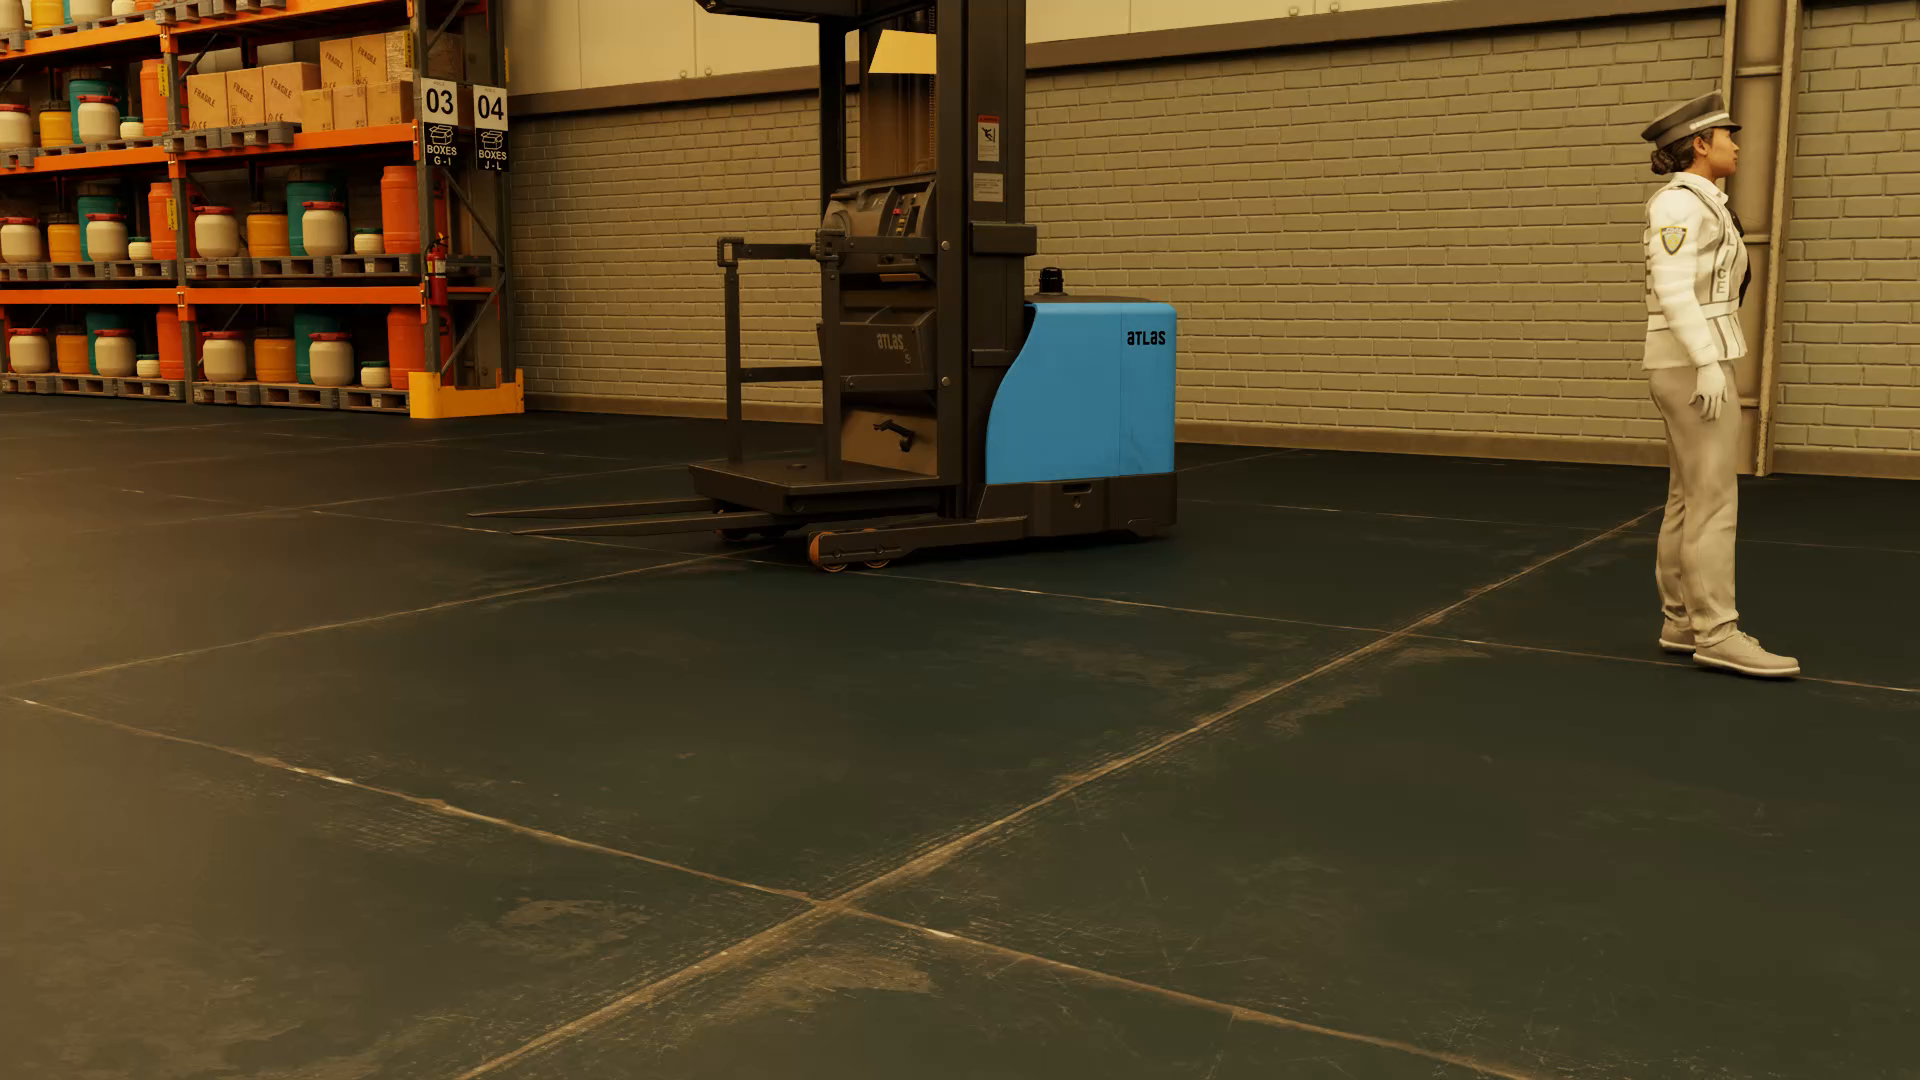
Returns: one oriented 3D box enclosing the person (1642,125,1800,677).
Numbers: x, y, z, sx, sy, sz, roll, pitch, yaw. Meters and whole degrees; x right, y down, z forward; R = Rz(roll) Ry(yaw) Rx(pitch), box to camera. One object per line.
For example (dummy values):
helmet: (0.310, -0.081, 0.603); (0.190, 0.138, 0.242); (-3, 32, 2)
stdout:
person: (2.294, -0.461, 4.964); (0.488, 1.642, 0.570); (4, 9, 27)

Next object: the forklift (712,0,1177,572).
forklift: (-0.068, -1.414, 7.362); (1.939, 2.867, 1.129); (-5, 9, -31)
